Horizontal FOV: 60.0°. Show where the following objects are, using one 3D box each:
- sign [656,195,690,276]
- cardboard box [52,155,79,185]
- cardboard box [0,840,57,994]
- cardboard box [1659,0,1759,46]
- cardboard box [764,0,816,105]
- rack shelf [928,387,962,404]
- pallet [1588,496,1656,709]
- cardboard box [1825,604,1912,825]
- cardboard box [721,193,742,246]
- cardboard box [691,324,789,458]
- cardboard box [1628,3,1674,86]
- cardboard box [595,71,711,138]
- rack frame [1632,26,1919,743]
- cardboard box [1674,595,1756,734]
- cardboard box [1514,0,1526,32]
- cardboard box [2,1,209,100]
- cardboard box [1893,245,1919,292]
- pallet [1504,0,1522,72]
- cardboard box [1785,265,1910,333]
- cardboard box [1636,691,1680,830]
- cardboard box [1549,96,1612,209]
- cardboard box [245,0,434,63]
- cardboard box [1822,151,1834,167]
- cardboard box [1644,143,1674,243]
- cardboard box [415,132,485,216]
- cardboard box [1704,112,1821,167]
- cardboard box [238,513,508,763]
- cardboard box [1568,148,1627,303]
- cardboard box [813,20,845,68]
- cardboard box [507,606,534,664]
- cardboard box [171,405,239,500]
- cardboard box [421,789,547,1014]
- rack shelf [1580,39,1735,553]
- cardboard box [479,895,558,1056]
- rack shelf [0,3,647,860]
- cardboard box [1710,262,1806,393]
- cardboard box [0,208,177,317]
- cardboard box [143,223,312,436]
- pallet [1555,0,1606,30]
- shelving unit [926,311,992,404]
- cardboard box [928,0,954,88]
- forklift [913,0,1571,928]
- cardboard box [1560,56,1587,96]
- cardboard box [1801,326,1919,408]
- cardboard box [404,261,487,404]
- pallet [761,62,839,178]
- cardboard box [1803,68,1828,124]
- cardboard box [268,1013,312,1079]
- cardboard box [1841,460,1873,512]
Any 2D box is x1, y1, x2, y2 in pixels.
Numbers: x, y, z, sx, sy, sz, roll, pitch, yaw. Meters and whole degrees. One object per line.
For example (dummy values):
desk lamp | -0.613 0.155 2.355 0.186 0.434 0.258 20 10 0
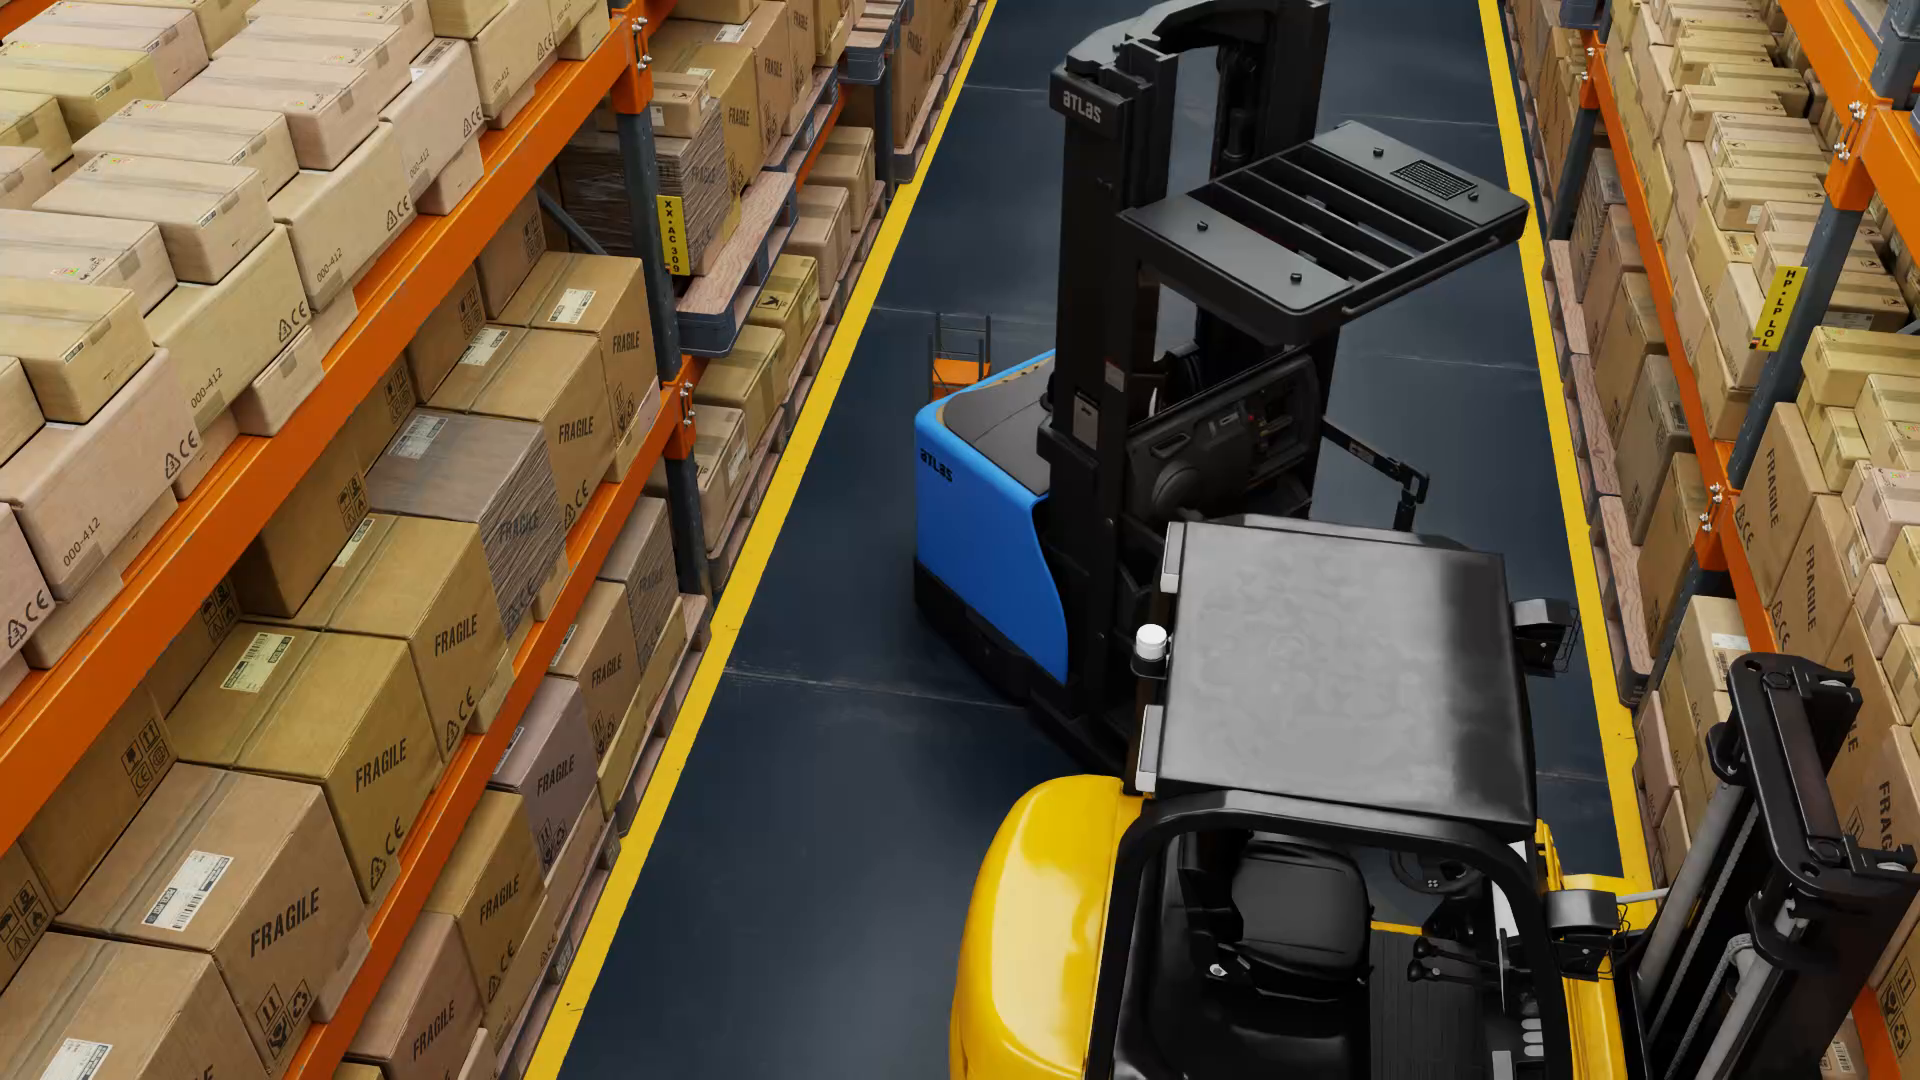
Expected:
sign | -1.068 -1.130 6.180 0.100 0.325 0.005 6 40 8
cardboard box | -2.215 -0.863 4.067 0.500 0.250 0.500 7 40 8
cardboard box | -2.423 0.776 3.458 0.700 0.500 0.500 5 40 7
cardboard box | 3.535 -2.440 7.857 0.380 0.149 0.250 7 40 8
cardboard box | -0.977 -2.376 7.725 0.500 0.500 0.500 5 40 6
rack shelf | -0.002 -0.604 7.329 0.258 0.103 0.180 6 40 8
pallet | 3.374 0.302 7.316 1.003 0.211 1.213 6 40 8
cardboard box | 2.791 0.552 4.747 0.500 0.500 0.500 6 40 7
cardboard box | -1.145 -1.384 7.034 0.380 0.149 0.250 7 40 9
cardboard box | -1.395 -0.781 8.170 0.950 0.372 0.625 9 40 10
cardboard box | 3.572 -2.386 8.104 0.500 0.250 0.500 8 40 9
cardboard box | -1.174 -1.672 6.365 0.380 0.149 0.250 6 40 7
rack frame | 3.285 -0.306 5.863 1.000 3.000 0.127 6 40 8
cardboard box | 2.893 0.475 5.961 0.500 0.250 0.500 6 40 7
cardboard box | 4.282 -3.911 11.856 0.500 0.500 0.500 6 40 7
cardboard box | -2.152 -1.233 4.201 0.380 0.149 0.250 6 40 7
cardboard box | 3.656 -0.954 6.059 0.380 0.149 0.250 5 40 6
pallet | 4.566 -3.737 12.202 1.003 0.211 1.213 6 40 8
cardboard box | 3.126 -0.834 5.913 0.380 0.149 0.250 8 40 9
cardboard box | 2.876 0.859 6.282 0.500 0.250 0.500 7 40 8
cardboard box | 3.839 -2.304 9.912 0.500 0.500 0.500 7 40 9
cardboard box | -1.609 -1.339 4.330 0.380 0.149 0.250 6 40 7
cardboard box | 3.823 -1.366 6.871 0.500 0.250 0.500 5 40 7
cardboard box | 3.394 -1.543 7.476 0.500 0.250 0.500 8 40 9
cardboard box | -1.550 -1.034 4.587 0.380 0.149 0.250 7 40 9
cardboard box | 3.318 -1.639 6.887 0.380 0.149 0.250 7 40 8
cardboard box | -1.688 0.274 4.849 0.500 0.500 0.500 6 40 7
cardboard box | 3.856 -1.673 9.051 0.875 0.625 0.625 8 40 9
cardboard box | -0.797 -2.524 8.413 0.380 0.149 0.250 7 40 8
cardboard box | -1.606 0.276 5.356 0.380 0.149 0.250 6 40 7
cardboard box | -1.821 -0.235 3.620 0.380 0.149 0.250 5 40 6
cardboard box | -1.700 1.135 5.360 0.500 0.500 0.500 7 40 9
rack shelf | 3.631 -1.284 7.610 1.077 0.370 4.000 6 40 8
cardboard box | -1.707 1.418 5.606 0.500 0.250 0.500 9 40 11
rack shelf | -1.950 -0.475 4.278 1.077 0.370 4.000 6 40 8
cardboard box | 3.119 -0.777 6.158 0.500 0.250 0.500 6 40 7
cardboard box | -1.837 -0.533 3.355 0.380 0.149 0.250 6 40 7
cardboard box | -1.785 -0.482 3.606 0.500 0.250 0.500 8 40 9
pallet | 4.026 -3.176 9.484 1.213 0.211 1.003 6 40 8
shelving unit | -0.002 -0.453 7.454 0.258 1.200 0.189 6 40 8
cardboard box | -0.552 -3.688 11.291 0.875 0.875 0.875 7 40 8
forklift | 1.097 -0.281 5.887 1.130 2.935 3.031 -26 46 -28
cardboard box | 3.830 -2.778 9.975 0.380 0.149 0.250 4 40 5
cardboard box | 2.938 -0.542 5.327 0.380 0.149 0.250 7 40 9
cardboard box | -2.004 -0.819 5.387 0.700 0.500 0.500 7 40 8
pallet | -1.214 -2.041 8.112 1.003 0.211 1.213 6 40 8
cardboard box | 3.874 -1.913 7.219 0.380 0.149 0.250 7 40 9
cardboard box | -1.878 1.248 4.180 0.380 0.149 0.250 5 40 6
cardboard box | 2.910 -0.094 5.019 0.380 0.149 0.250 6 40 8
